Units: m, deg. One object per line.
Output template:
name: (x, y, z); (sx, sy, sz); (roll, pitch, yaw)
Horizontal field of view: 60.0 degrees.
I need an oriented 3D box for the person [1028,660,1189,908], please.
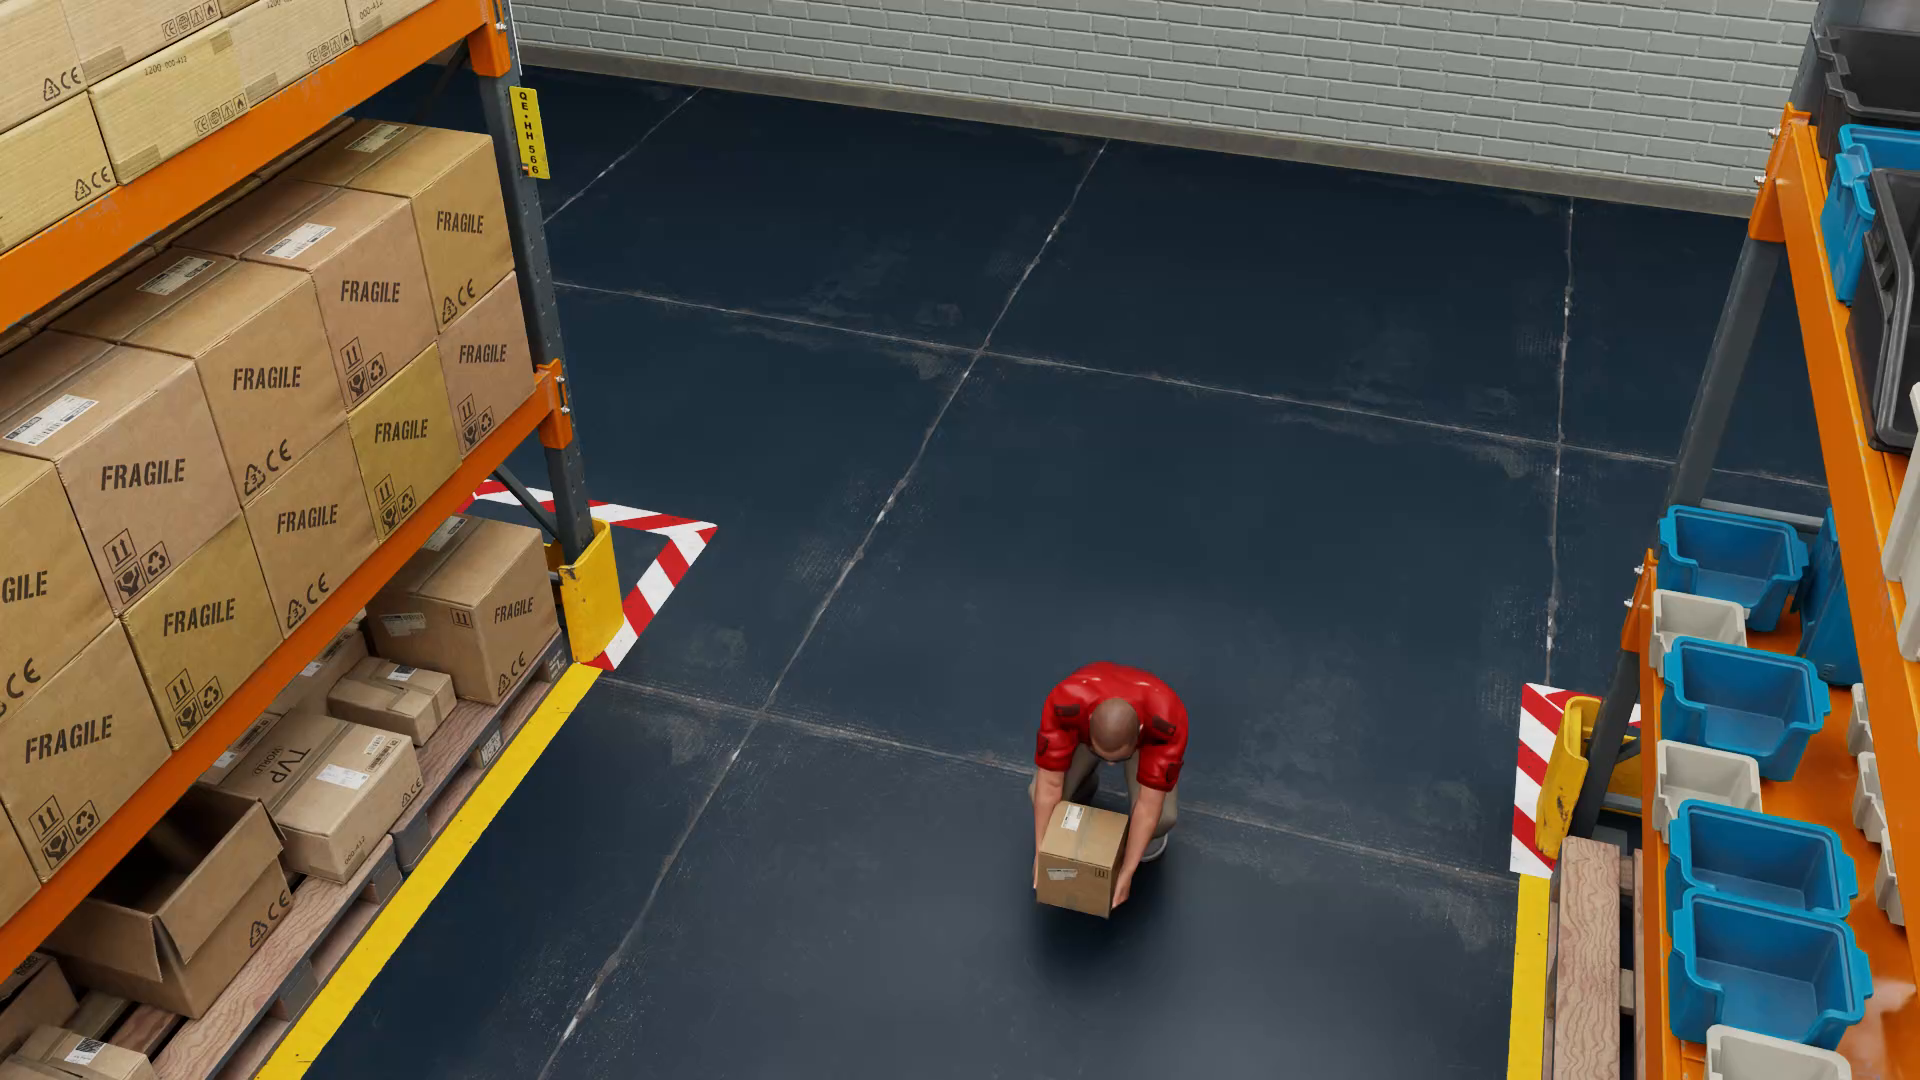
person: (0.522, 0.755, 5.787); (0.539, 0.987, 0.886); (10, 38, 13)
